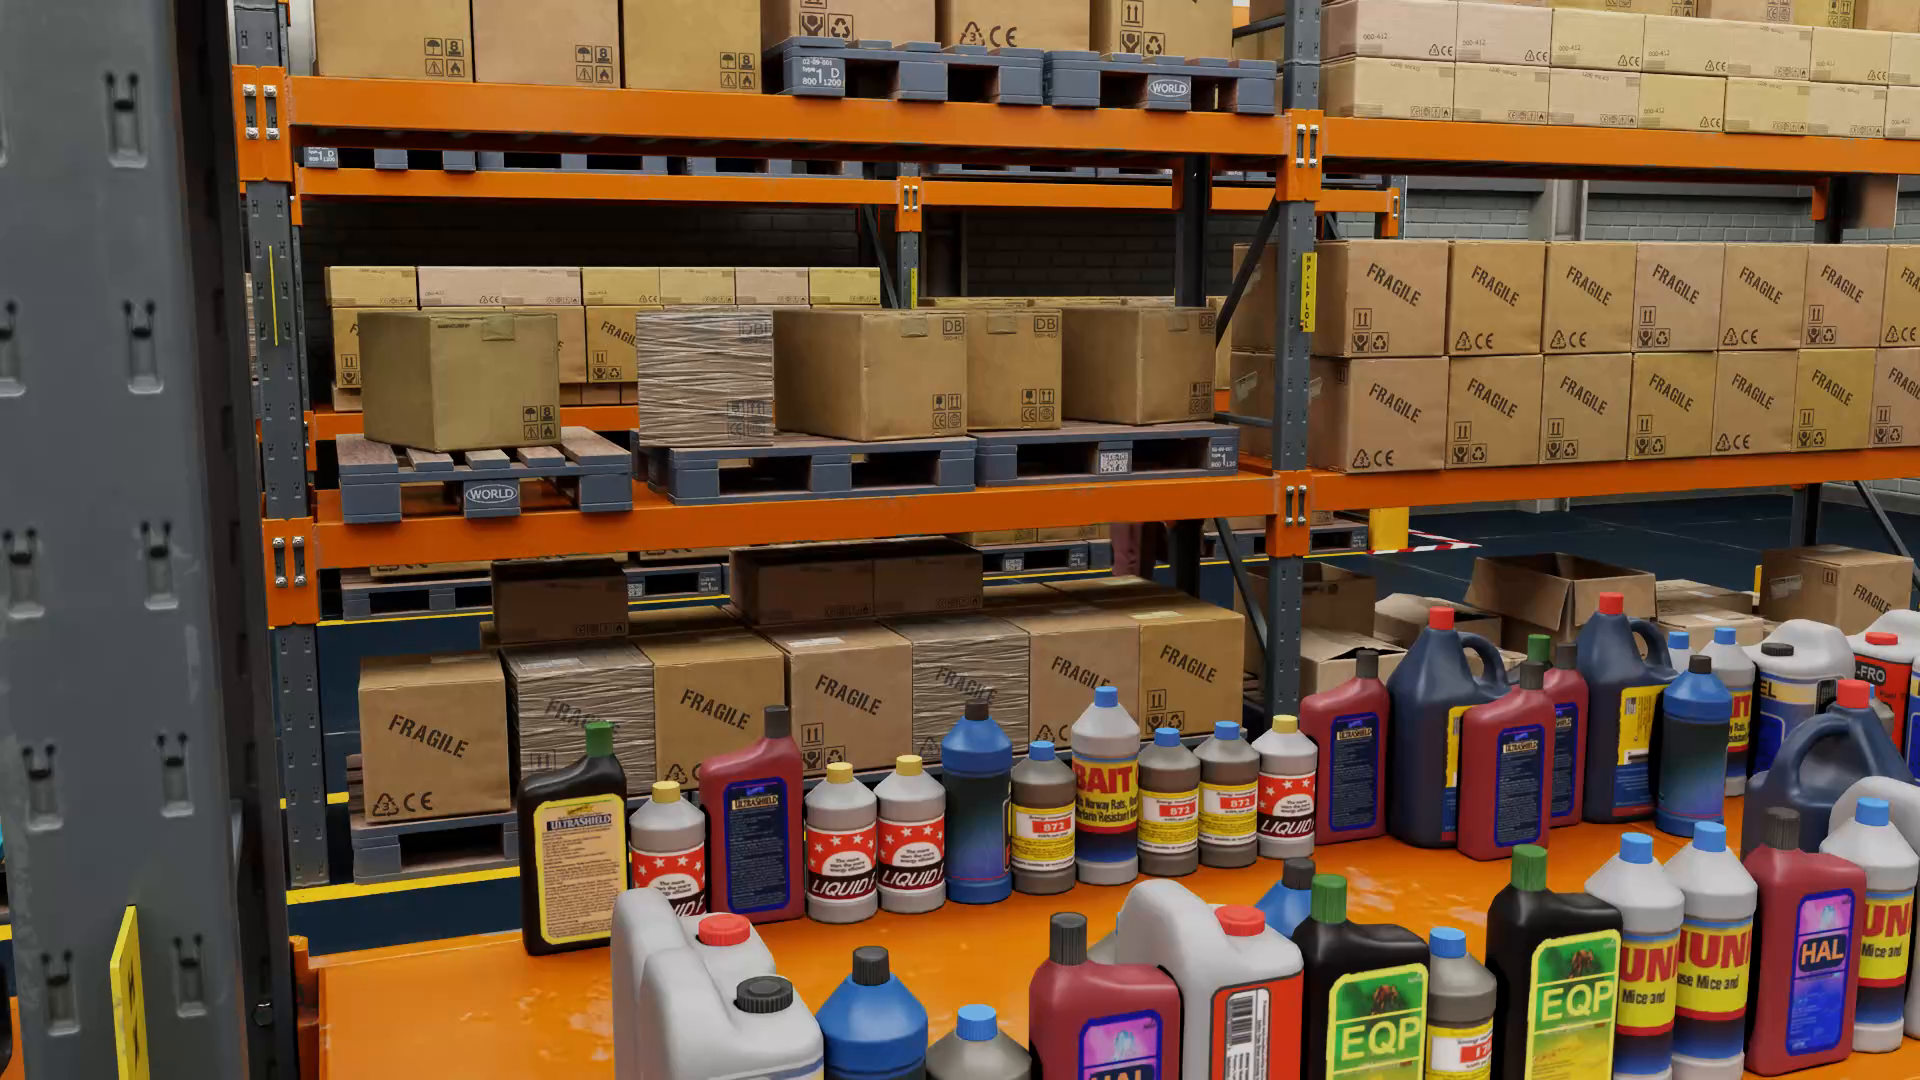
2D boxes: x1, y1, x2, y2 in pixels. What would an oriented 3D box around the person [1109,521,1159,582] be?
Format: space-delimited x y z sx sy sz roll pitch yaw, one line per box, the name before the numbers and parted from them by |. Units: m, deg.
person | 1.085 -0.229 9.729 0.463 1.674 0.540 -7 11 -37
